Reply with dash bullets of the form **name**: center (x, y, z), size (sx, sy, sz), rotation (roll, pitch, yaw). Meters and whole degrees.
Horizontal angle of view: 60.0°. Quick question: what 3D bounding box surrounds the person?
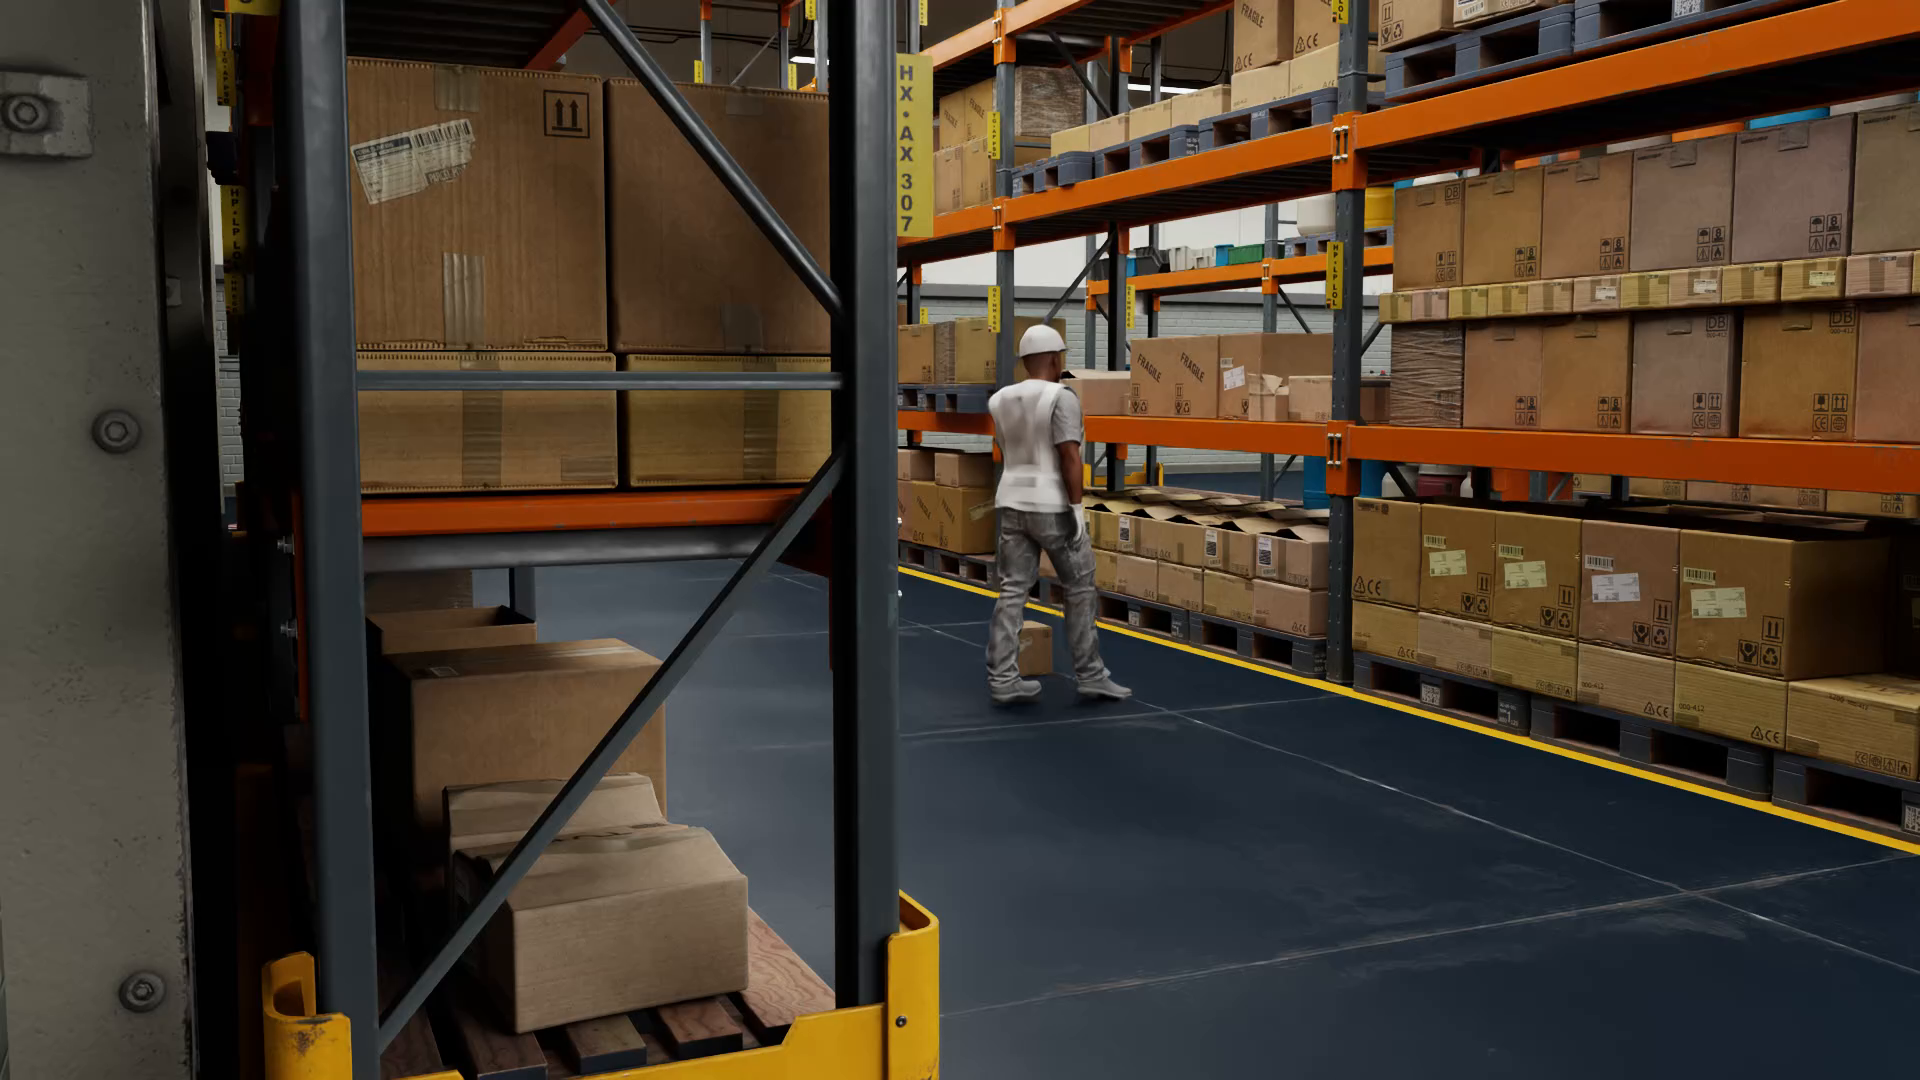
- **person**: center (0.429, -0.122, 7.905), size (0.596, 1.795, 0.689), rotation (5, 7, 42)
